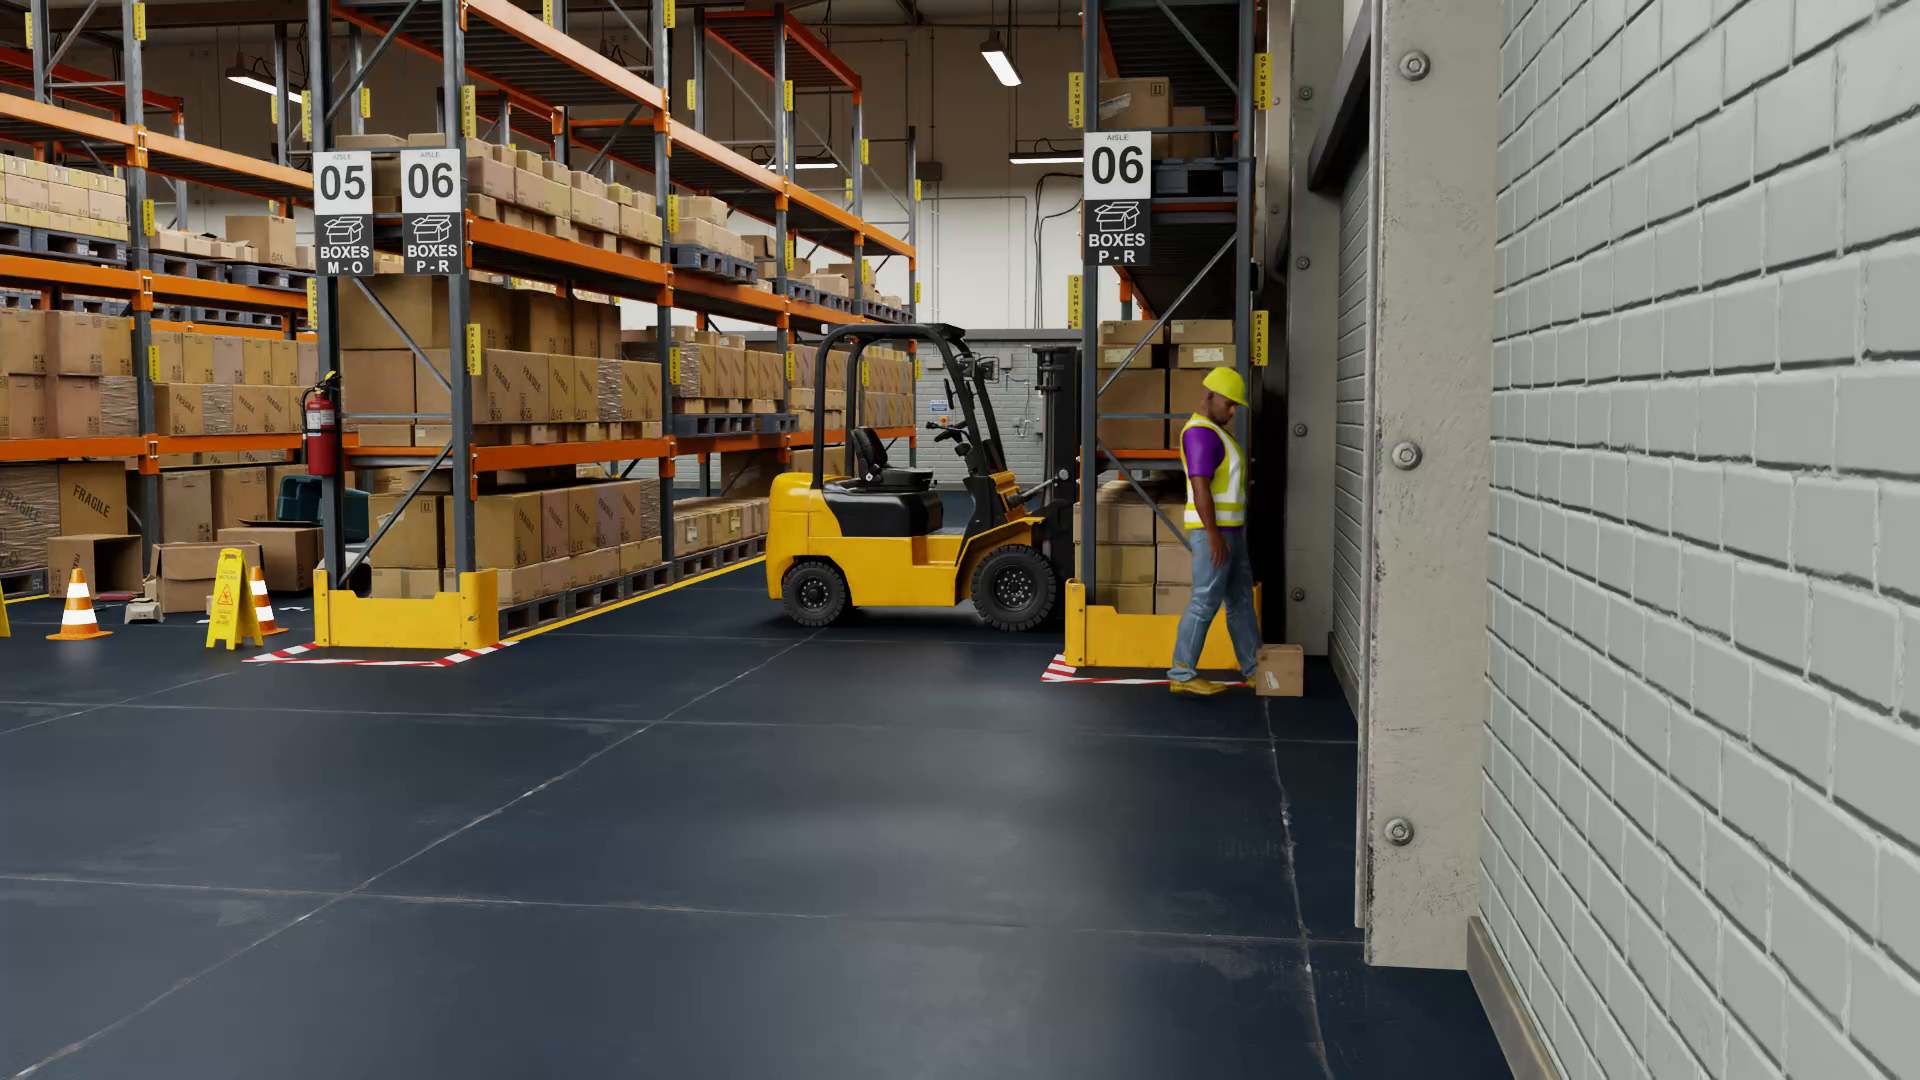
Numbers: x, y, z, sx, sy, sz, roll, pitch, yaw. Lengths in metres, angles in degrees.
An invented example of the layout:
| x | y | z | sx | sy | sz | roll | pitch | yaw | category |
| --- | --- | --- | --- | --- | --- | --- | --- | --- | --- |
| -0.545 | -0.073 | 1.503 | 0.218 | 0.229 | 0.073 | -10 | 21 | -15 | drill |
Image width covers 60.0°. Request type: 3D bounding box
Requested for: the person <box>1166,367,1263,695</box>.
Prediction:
| x | y | z | sx | sy | sz | roll | pitch | yaw | category |
| --- | --- | --- | --- | --- | --- | --- | --- | --- | --- |
| 1.473 | -0.049 | 8.883 | 0.711 | 1.740 | 0.619 | 1 | 5 | 13 | person |
